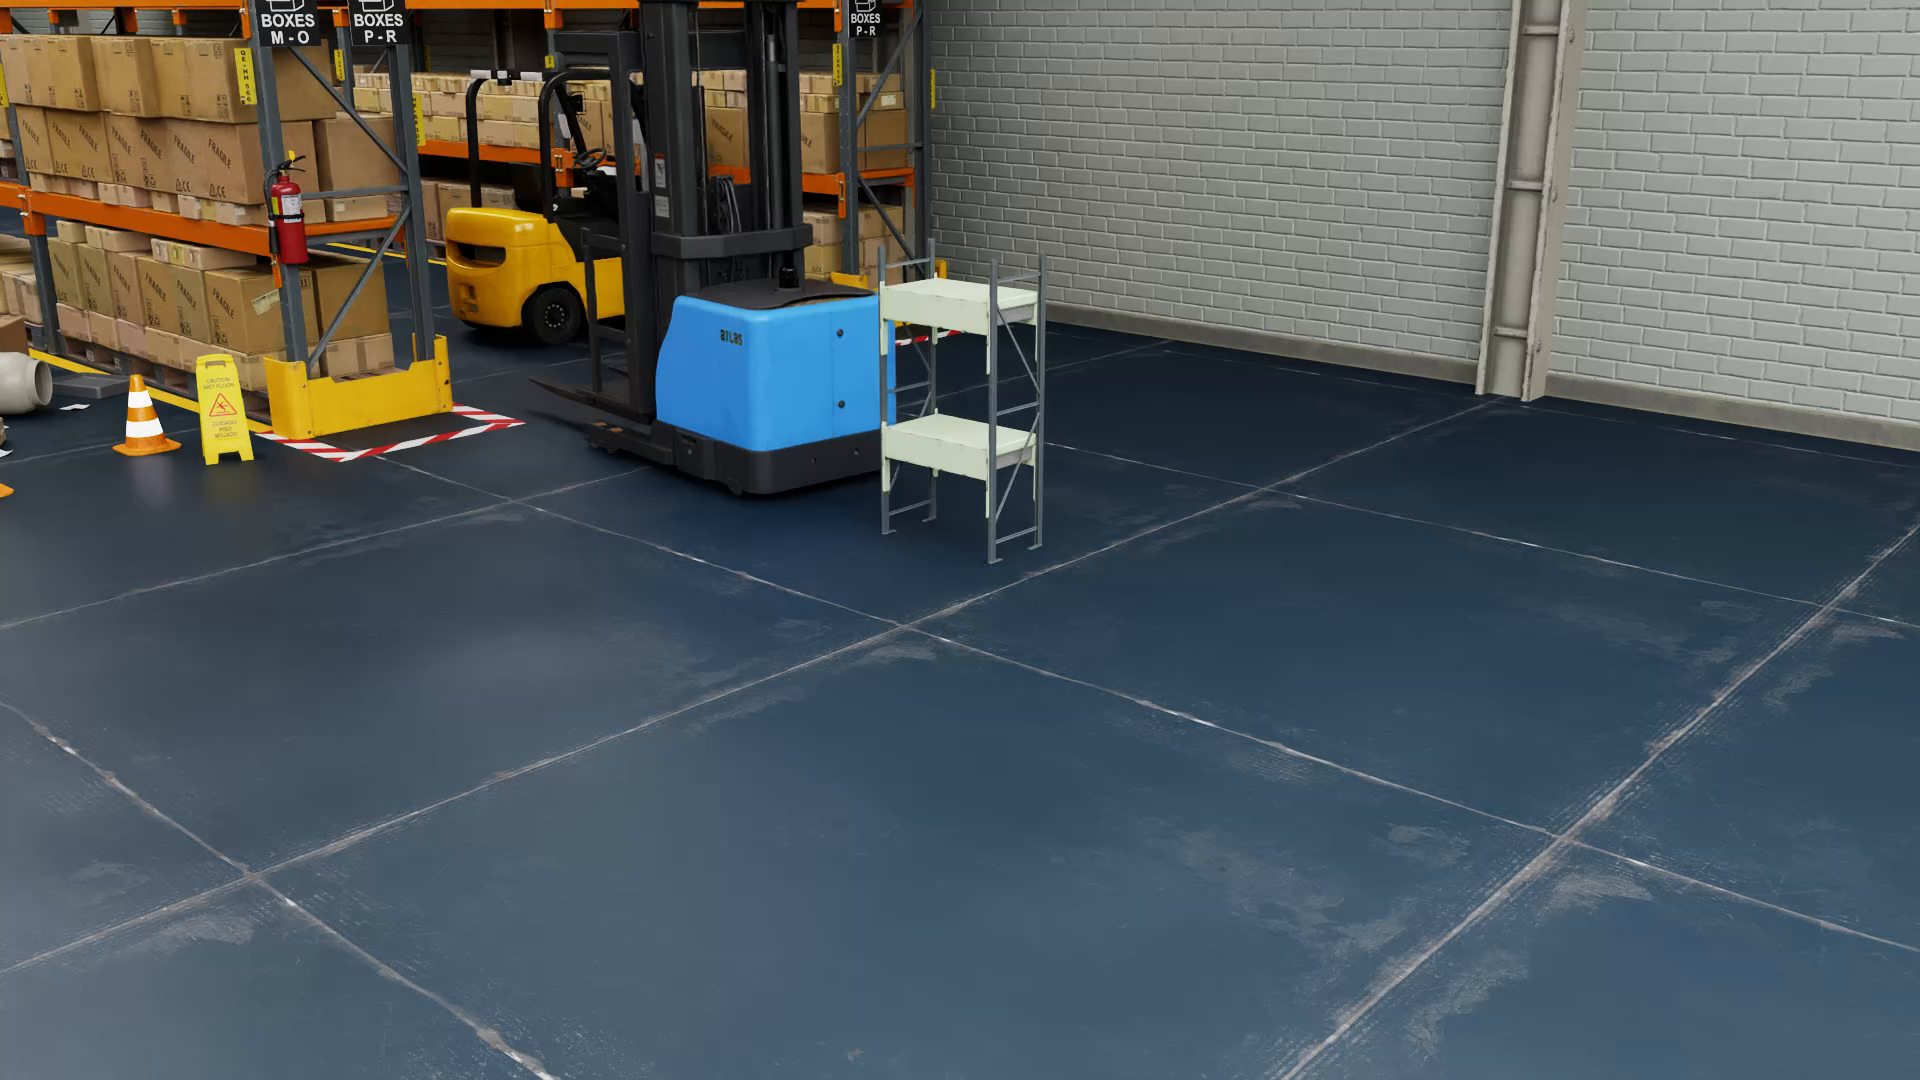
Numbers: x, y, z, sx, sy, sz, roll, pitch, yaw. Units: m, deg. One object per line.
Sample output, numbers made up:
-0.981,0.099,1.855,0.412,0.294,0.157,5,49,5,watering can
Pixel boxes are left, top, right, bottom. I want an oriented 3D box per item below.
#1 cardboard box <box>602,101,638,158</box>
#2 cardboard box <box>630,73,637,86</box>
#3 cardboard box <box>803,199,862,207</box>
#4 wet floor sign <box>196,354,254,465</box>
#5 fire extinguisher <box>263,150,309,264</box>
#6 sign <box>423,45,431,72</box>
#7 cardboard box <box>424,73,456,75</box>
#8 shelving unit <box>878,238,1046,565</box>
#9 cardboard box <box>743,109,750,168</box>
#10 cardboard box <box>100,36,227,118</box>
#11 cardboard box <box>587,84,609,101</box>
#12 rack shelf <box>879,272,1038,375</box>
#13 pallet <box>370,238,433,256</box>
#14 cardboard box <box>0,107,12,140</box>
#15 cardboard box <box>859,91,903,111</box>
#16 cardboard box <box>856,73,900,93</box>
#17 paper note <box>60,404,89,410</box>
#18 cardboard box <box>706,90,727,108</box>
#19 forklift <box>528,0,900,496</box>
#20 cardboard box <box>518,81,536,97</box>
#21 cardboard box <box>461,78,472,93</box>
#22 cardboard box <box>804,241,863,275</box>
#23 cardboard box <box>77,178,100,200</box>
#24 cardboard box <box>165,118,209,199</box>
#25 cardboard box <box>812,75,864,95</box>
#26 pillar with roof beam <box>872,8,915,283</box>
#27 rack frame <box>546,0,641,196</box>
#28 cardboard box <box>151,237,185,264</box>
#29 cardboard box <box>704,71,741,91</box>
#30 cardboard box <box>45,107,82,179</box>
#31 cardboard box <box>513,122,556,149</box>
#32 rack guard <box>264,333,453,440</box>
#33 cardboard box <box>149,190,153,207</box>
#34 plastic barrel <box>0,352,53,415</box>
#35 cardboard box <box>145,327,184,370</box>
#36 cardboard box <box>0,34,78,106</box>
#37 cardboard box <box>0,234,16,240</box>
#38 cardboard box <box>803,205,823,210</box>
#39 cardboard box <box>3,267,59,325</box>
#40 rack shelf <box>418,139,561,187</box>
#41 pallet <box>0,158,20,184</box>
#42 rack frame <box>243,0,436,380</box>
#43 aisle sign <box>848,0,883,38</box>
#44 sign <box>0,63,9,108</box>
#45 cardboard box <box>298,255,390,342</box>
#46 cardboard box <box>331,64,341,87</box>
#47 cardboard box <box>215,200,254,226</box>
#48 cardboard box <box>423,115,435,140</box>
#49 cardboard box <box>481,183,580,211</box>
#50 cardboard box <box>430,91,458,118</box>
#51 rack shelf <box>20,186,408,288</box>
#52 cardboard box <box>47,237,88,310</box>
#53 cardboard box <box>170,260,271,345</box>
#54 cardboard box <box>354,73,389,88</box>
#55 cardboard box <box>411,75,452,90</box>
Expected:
-3.059,-3.937,15.894,0.500,0.500,0.500,16,23,40,cardboard box
-3.000,-4.350,15.630,0.250,0.149,0.380,16,23,40,cardboard box
-1.236,-2.941,15.117,0.500,0.250,0.500,15,23,39,cardboard box
-4.486,-0.809,10.095,0.267,0.644,0.232,-9,20,-27,wet floor sign
-4.138,-2.048,10.233,0.183,0.674,0.296,15,23,39,fire extinguisher
-6.244,-5.620,19.447,0.005,0.325,0.100,15,23,39,sign
-5.809,-5.186,18.757,0.250,0.149,0.380,15,23,39,cardboard box
0.005,-0.714,8.381,0.755,1.500,0.431,15,23,39,shelving unit
-1.550,-3.529,14.607,0.500,0.500,0.500,16,24,41,cardboard box
-5.268,-3.113,11.153,0.500,0.500,0.700,15,23,39,cardboard box
-3.359,-4.320,16.029,0.250,0.149,0.380,16,23,41,cardboard box
0.005,-1.085,8.263,0.720,0.370,0.431,15,23,39,rack shelf
-6.020,-3.439,19.098,1.213,0.211,1.003,15,23,39,pallet
-7.407,-3.445,13.158,0.500,0.500,0.500,15,23,38,cardboard box
-0.707,-3.819,14.450,0.250,0.149,0.380,14,23,38,cardboard box
-0.735,-3.950,14.370,0.250,0.149,0.380,14,23,38,cardboard box
-6.100,-0.924,11.471,0.148,0.019,0.142,7,19,21,paper note
-2.047,-3.951,14.864,0.250,0.149,0.380,15,23,40,cardboard box
-1.705,-2.016,10.119,1.130,2.935,3.031,-15,23,-39,forklift
-4.226,-4.562,16.789,0.250,0.149,0.380,15,23,38,cardboard box
-4.996,-4.764,17.426,0.250,0.149,0.380,15,23,40,cardboard box
-1.197,-2.490,14.525,0.500,0.250,0.500,15,23,39,cardboard box
-6.283,-2.616,12.313,0.250,0.149,0.380,16,24,41,cardboard box
-4.878,-2.549,11.029,0.500,0.500,0.500,15,23,39,cardboard box
-1.034,-3.858,14.081,0.250,0.149,0.380,15,23,39,cardboard box
-3.406,-5.565,11.270,0.400,9.000,9.100,15,23,39,pillar with roof beam
-3.618,-4.139,16.694,0.127,3.000,1.000,15,23,39,rack frame
-5.391,-2.033,11.598,0.250,0.149,0.380,16,24,42,cardboard box
-2.055,-4.092,14.817,0.250,0.149,0.380,16,23,40,cardboard box
-6.375,-2.957,12.315,0.500,0.500,0.500,15,23,39,cardboard box
-4.168,-4.109,16.849,0.500,0.250,0.500,16,23,40,cardboard box
-3.975,-1.036,11.048,0.348,0.500,1.175,15,23,39,rack guard
-5.470,-2.430,11.725,0.250,0.149,0.380,15,23,39,cardboard box
-6.468,-1.056,11.239,0.512,0.421,0.421,-3,18,-8,plastic barrel
-5.478,-1.412,11.955,0.500,0.250,0.500,14,22,37,cardboard box
-6.724,-3.544,12.509,0.500,0.500,0.700,15,23,39,cardboard box
-9.485,-2.650,15.653,0.625,0.372,0.950,13,22,36,cardboard box
-1.563,-2.825,14.752,0.500,0.250,0.500,16,23,40,cardboard box
-7.304,-2.067,13.817,0.625,0.372,0.950,15,23,40,cardboard box
-5.114,-4.197,18.068,4.000,0.370,1.077,15,23,39,rack shelf
-7.385,-3.110,13.769,1.213,0.211,1.003,15,23,39,pallet
-3.918,-2.212,10.622,0.127,3.000,1.000,15,23,39,rack frame
-0.772,-4.495,13.519,0.004,0.787,0.394,15,23,39,aisle sign
-7.275,-3.441,12.580,0.005,0.325,0.100,15,23,39,sign
-4.356,-1.688,11.583,0.500,0.500,0.500,14,22,37,cardboard box
-7.953,-5.477,20.046,0.637,0.503,0.797,14,23,38,cardboard box
-4.603,-2.145,10.826,0.250,0.149,0.380,15,23,39,cardboard box
-5.677,-4.522,18.150,0.500,0.250,0.500,14,22,38,cardboard box
-4.591,-3.467,17.808,0.625,0.625,0.875,15,23,39,cardboard box
-5.288,-4.657,17.750,0.500,0.250,0.500,15,23,40,cardboard box
-5.414,-2.270,11.996,4.000,0.370,1.077,15,23,39,rack shelf
-6.648,-2.082,12.826,0.500,0.500,0.500,16,24,42,cardboard box
-5.083,-1.665,11.510,0.500,0.500,0.500,16,24,41,cardboard box
-6.567,-5.168,18.700,0.250,0.149,0.380,16,24,41,cardboard box
-5.745,-4.976,18.093,0.250,0.149,0.380,15,23,40,cardboard box
